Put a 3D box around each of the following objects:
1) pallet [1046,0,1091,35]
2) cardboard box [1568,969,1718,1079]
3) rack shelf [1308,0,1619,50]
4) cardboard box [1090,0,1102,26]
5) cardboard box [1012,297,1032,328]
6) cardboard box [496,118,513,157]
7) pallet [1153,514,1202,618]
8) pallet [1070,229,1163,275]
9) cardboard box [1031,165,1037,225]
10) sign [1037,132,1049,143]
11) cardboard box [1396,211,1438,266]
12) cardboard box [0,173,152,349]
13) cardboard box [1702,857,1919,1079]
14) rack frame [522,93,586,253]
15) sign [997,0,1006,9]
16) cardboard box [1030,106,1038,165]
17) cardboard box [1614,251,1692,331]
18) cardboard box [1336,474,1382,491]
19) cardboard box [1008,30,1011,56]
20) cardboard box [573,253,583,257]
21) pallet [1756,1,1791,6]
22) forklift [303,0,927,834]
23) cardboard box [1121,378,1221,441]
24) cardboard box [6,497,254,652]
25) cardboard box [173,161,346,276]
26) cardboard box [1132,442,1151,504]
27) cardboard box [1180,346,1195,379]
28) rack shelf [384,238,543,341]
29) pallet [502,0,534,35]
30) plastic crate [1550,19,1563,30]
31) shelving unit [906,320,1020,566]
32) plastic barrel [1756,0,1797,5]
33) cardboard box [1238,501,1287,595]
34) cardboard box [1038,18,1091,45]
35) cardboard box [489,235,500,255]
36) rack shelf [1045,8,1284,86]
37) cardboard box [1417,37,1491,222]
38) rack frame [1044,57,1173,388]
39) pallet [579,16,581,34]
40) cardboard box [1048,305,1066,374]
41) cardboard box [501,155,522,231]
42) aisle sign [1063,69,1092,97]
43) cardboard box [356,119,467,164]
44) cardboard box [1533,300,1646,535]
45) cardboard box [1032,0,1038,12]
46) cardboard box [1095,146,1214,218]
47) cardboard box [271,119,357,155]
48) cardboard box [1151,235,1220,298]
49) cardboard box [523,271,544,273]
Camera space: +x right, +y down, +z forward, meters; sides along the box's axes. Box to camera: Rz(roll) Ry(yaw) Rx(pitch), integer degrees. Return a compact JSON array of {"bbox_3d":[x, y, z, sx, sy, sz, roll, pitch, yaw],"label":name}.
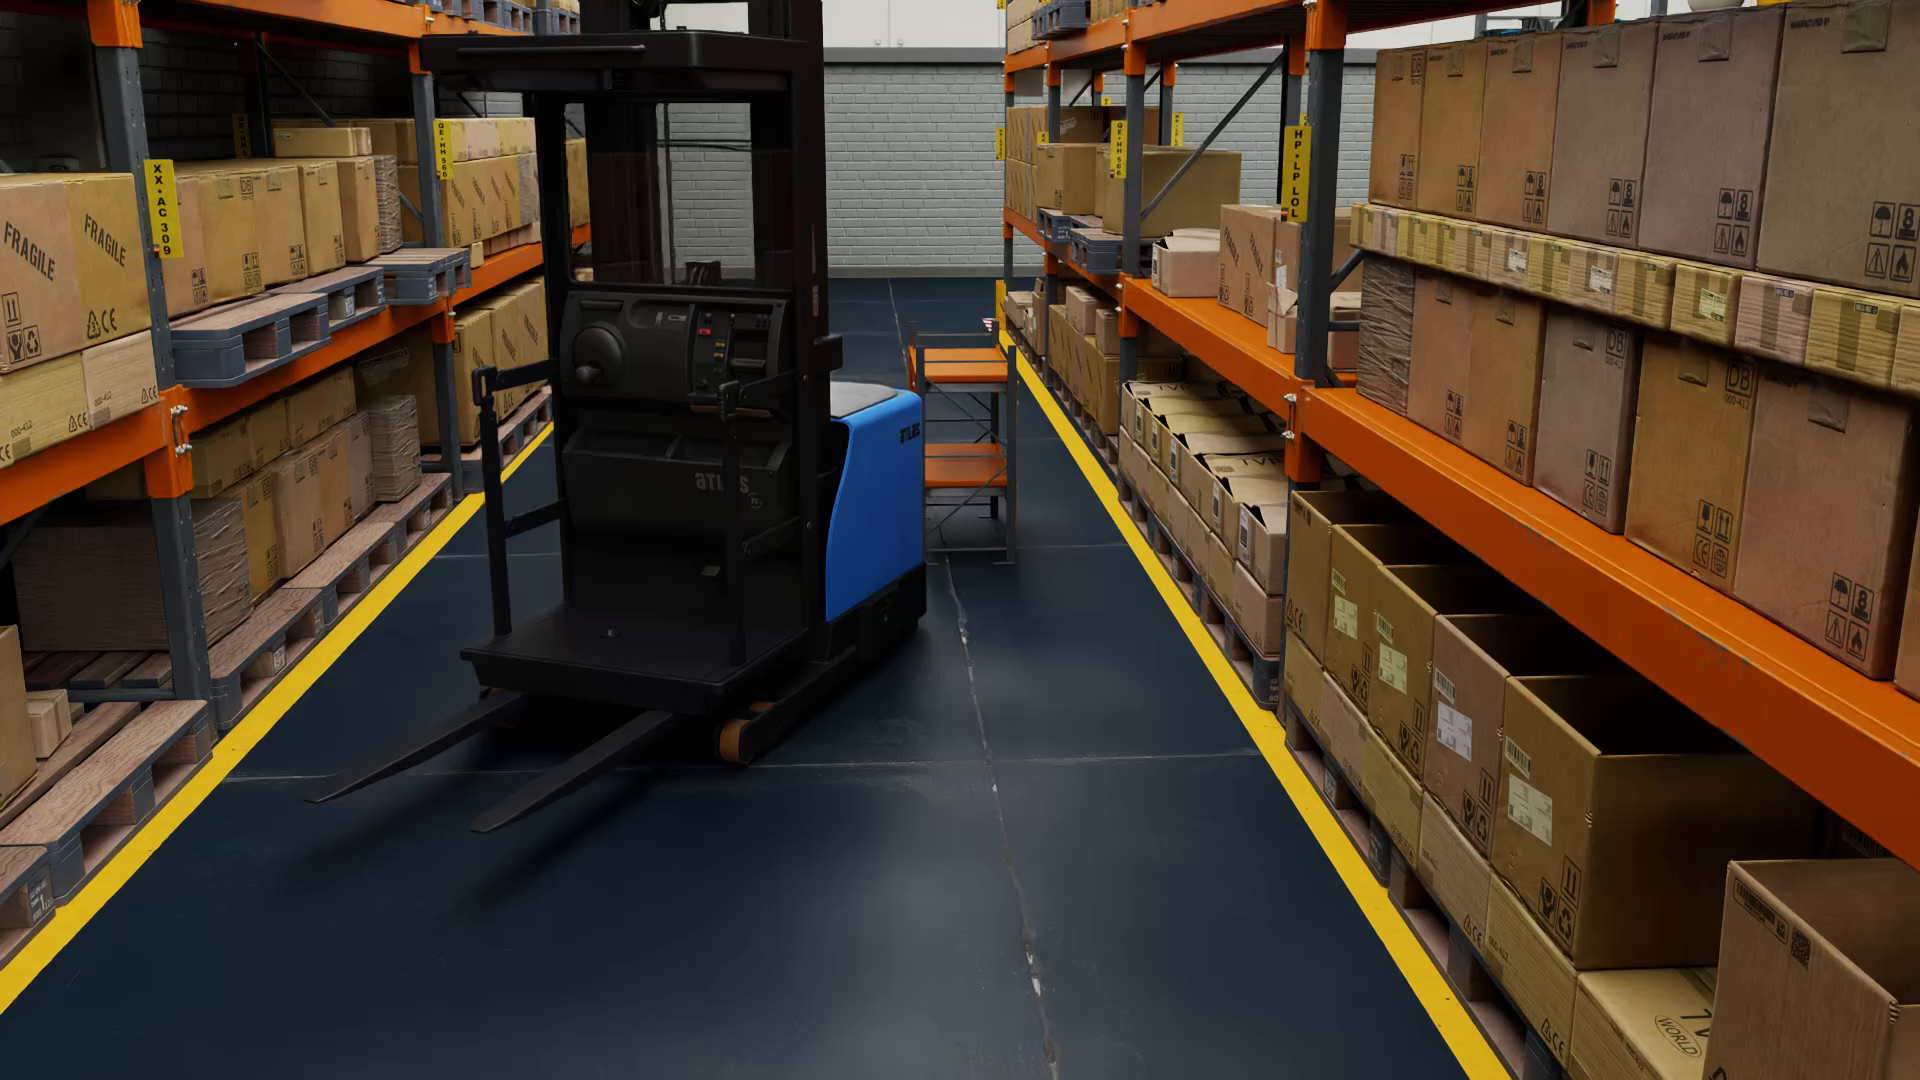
[{"bbox_3d":[1.257,-3.693,11.718,1.213,0.211,1.003,-1,14,-3],"label":"pallet"},{"bbox_3d":[1.592,1.107,3.380,0.500,0.250,0.500,-1,14,-3],"label":"cardboard box"},{"bbox_3d":[1.839,-1.370,3.755,1.077,0.370,4.000,-1,14,-3],"label":"rack shelf"},{"bbox_3d":[1.343,-3.623,10.868,0.910,0.500,0.500,-1,14,-3],"label":"cardboard box"},{"bbox_3d":[0.784,-2.241,16.351,0.500,0.250,0.500,-1,14,-3],"label":"cardboard box"},{"bbox_3d":[-3.354,-2.748,11.343,0.500,0.250,0.500,-1,14,-5],"label":"cardboard box"},{"bbox_3d":[1.552,0.100,8.212,1.003,0.211,1.213,-1,14,-3],"label":"pallet"},{"bbox_3d":[1.355,-1.833,10.514,1.213,0.211,1.003,-1,14,-3],"label":"pallet"},{"bbox_3d":[0.899,-3.050,14.659,0.500,0.500,0.500,0,14,-2],"label":"cardboard box"},{"bbox_3d":[0.678,-3.162,13.558,0.100,0.325,0.005,-1,14,-3],"label":"sign"},{"bbox_3d":[1.572,-0.929,5.116,0.380,0.149,0.250,-1,14,-5],"label":"cardboard box"},{"bbox_3d":[-2.891,-0.873,5.156,0.500,0.500,0.500,-1,14,-4],"label":"cardboard box"},{"bbox_3d":[1.633,0.868,2.804,0.500,0.500,0.500,-1,14,-3],"label":"cardboard box"},{"bbox_3d":[-3.972,-3.670,17.271,1.000,3.000,0.127,-1,14,-3],"label":"rack frame"},{"bbox_3d":[0.430,-5.615,17.057,0.100,0.325,0.005,-1,14,-3],"label":"sign"},{"bbox_3d":[0.895,-3.535,14.537,0.500,0.500,0.500,-1,14,-5],"label":"cardboard box"},{"bbox_3d":[1.667,-0.545,3.622,0.380,0.149,0.250,0,14,-2],"label":"cardboard box"},{"bbox_3d":[1.912,-0.138,7.092,0.500,0.311,0.500,-1,14,-4],"label":"cardboard box"},{"bbox_3d":[0.750,-4.996,16.705,0.500,0.250,0.500,-1,14,-3],"label":"cardboard box"},{"bbox_3d":[-4.036,-2.833,16.888,0.380,0.149,0.250,-1,14,-3],"label":"cardboard box"},{"bbox_3d":[6.383,-3.714,11.801,1.003,0.211,1.213,-1,14,-3],"label":"pallet"},{"bbox_3d":[-1.151,-0.737,6.007,1.130,2.935,3.031,5,15,20],"label":"forklift"},{"bbox_3d":[1.207,-0.767,9.536,0.500,0.311,0.500,0,14,-2],"label":"cardboard box"},{"bbox_3d":[-3.291,0.129,6.639,0.700,0.500,0.500,0,14,-2],"label":"cardboard box"},{"bbox_3d":[-3.338,-1.516,7.814,0.700,0.500,0.500,-1,14,-3],"label":"cardboard box"},{"bbox_3d":[1.239,-0.370,9.120,0.500,0.250,0.500,-1,14,-5],"label":"cardboard box"},{"bbox_3d":[1.686,-1.008,11.059,0.500,0.500,0.500,-1,14,-5],"label":"cardboard box"},{"bbox_3d":[-3.600,-1.830,11.561,1.077,0.370,4.000,-1,14,-3],"label":"rack shelf"},{"bbox_3d":[-3.618,-3.808,12.172,0.805,0.209,1.217,-1,15,-6],"label":"pallet"},{"bbox_3d":[5.745,-4.662,15.346,0.437,0.282,0.530,-1,14,-3],"label":"plastic crate"},{"bbox_3d":[0.000,-0.546,8.893,0.538,1.125,1.048,-1,14,-3],"label":"shelving unit"},{"bbox_3d":[6.423,-4.352,12.680,0.600,0.588,0.600,0,14,0],"label":"plastic barrel"},{"bbox_3d":[1.404,-0.003,6.567,0.500,0.311,0.500,-1,14,-3],"label":"cardboard box"},{"bbox_3d":[0.924,-4.250,13.805,0.500,0.250,0.500,-1,14,-3],"label":"cardboard box"},{"bbox_3d":[-3.372,-2.035,11.381,0.380,0.149,0.250,-1,14,-3],"label":"cardboard box"},{"bbox_3d":[1.343,-3.360,11.488,1.077,0.370,4.000,-1,14,-3],"label":"rack shelf"},{"bbox_3d":[1.782,-1.204,4.882,0.700,0.500,0.500,-1,14,-4],"label":"cardboard box"},{"bbox_3d":[1.220,-2.753,13.706,1.000,3.000,0.127,-1,14,-3],"label":"rack frame"},{"bbox_3d":[-3.837,-4.591,15.010,1.003,0.211,1.213,-1,14,-3],"label":"pallet"},{"bbox_3d":[1.006,-1.631,13.480,0.500,0.500,0.500,-2,15,-6],"label":"cardboard box"},{"bbox_3d":[-3.344,-2.391,11.461,0.500,0.500,0.500,0,14,-2],"label":"cardboard box"},{"bbox_3d":[1.273,-5.028,17.332,0.394,0.787,0.004,-1,14,-3],"label":"aisle sign"},{"bbox_3d":[-3.249,-2.370,9.875,0.500,0.250,0.500,-1,14,-2],"label":"cardboard box"},{"bbox_3d":[1.848,-0.318,4.042,0.700,0.500,0.500,0,14,-2],"label":"cardboard box"},{"bbox_3d":[0.891,-4.616,14.225,0.500,0.250,0.500,-1,14,-3],"label":"cardboard box"},{"bbox_3d":[1.391,-2.566,11.937,0.700,0.500,0.500,-5,15,-18],"label":"cardboard box"},{"bbox_3d":[-3.763,-2.355,9.816,0.500,0.250,0.500,0,14,-2],"label":"cardboard box"},{"bbox_3d":[1.329,-1.489,8.974,0.500,0.311,0.500,-1,14,-4],"label":"cardboard box"},{"bbox_3d":[-3.909,-2.327,14.924,0.380,0.149,0.250,-1,14,-5],"label":"cardboard box"}]
